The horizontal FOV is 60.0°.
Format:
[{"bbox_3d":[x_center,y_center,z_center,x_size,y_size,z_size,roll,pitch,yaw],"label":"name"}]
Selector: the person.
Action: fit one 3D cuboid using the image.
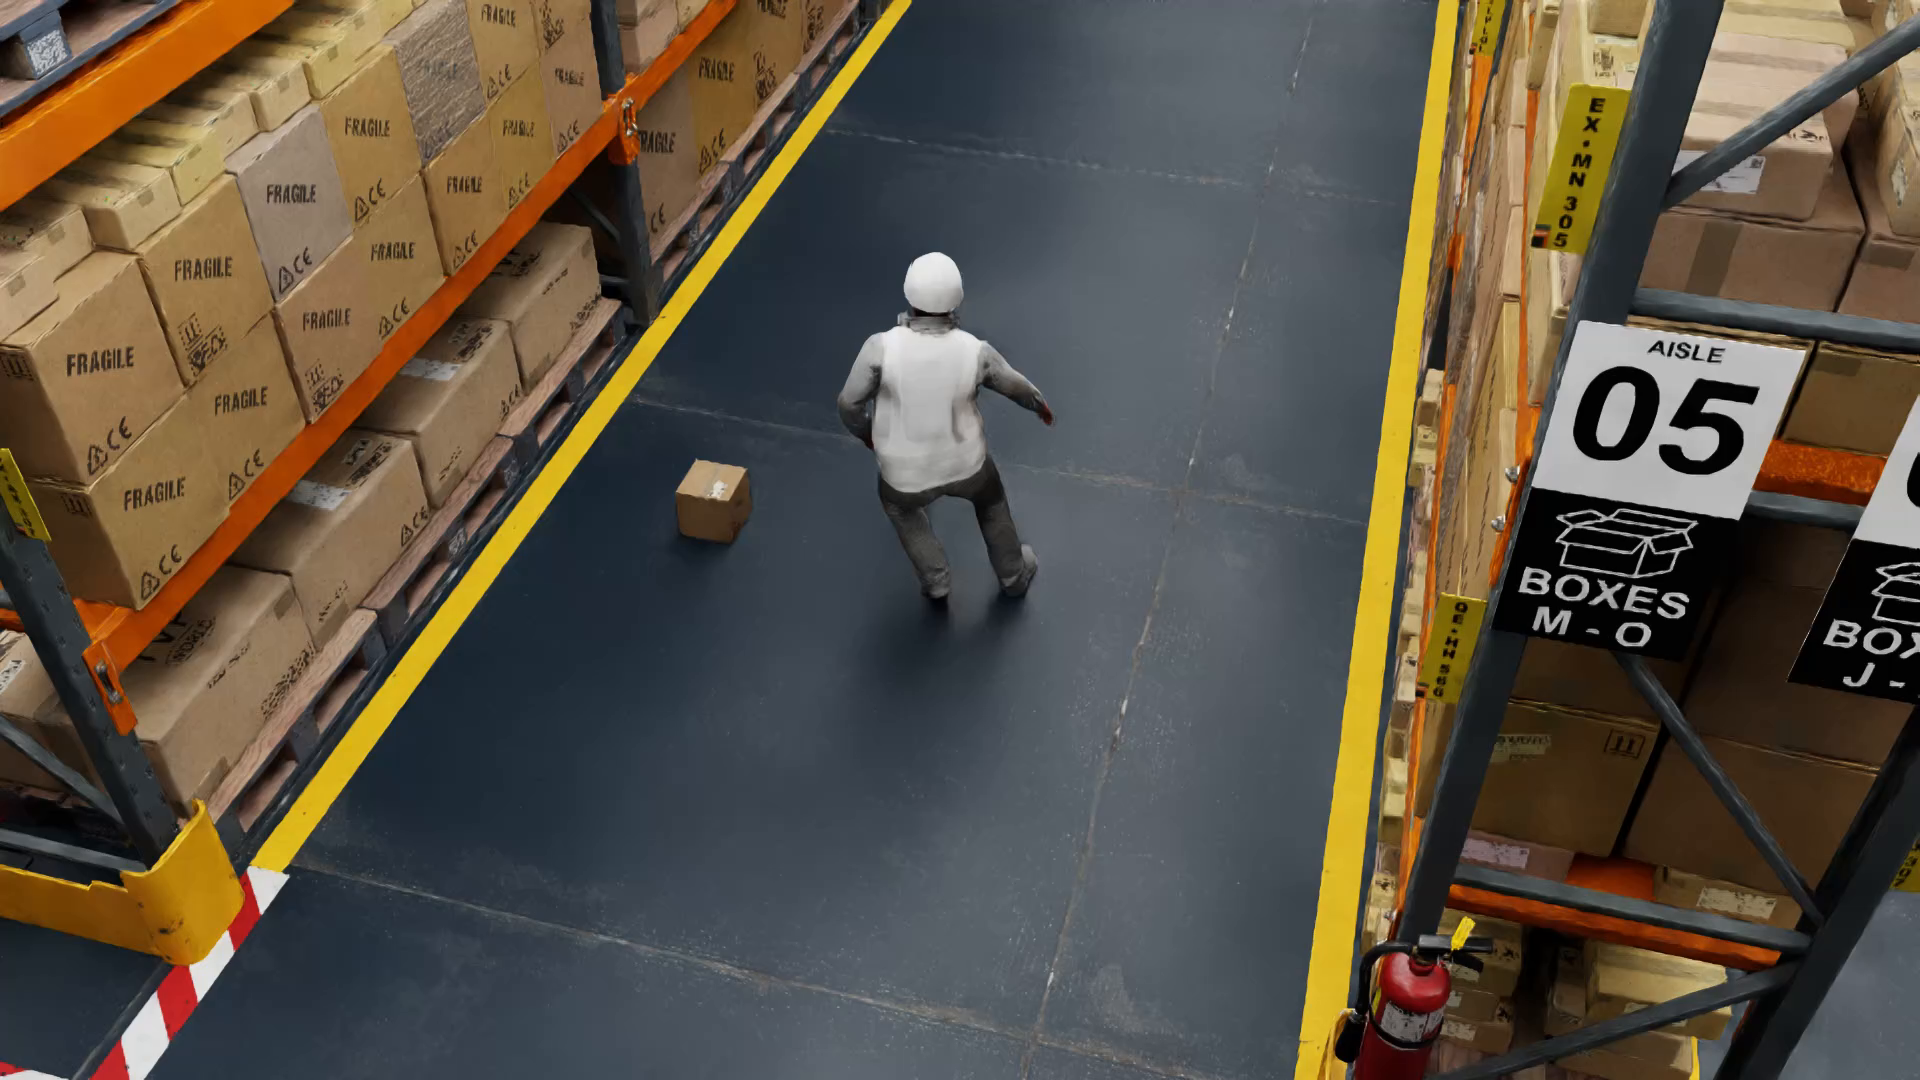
[{"bbox_3d":[-0.038,-0.388,6.688,0.911,1.710,0.517,-8,41,-9],"label":"person"}]
